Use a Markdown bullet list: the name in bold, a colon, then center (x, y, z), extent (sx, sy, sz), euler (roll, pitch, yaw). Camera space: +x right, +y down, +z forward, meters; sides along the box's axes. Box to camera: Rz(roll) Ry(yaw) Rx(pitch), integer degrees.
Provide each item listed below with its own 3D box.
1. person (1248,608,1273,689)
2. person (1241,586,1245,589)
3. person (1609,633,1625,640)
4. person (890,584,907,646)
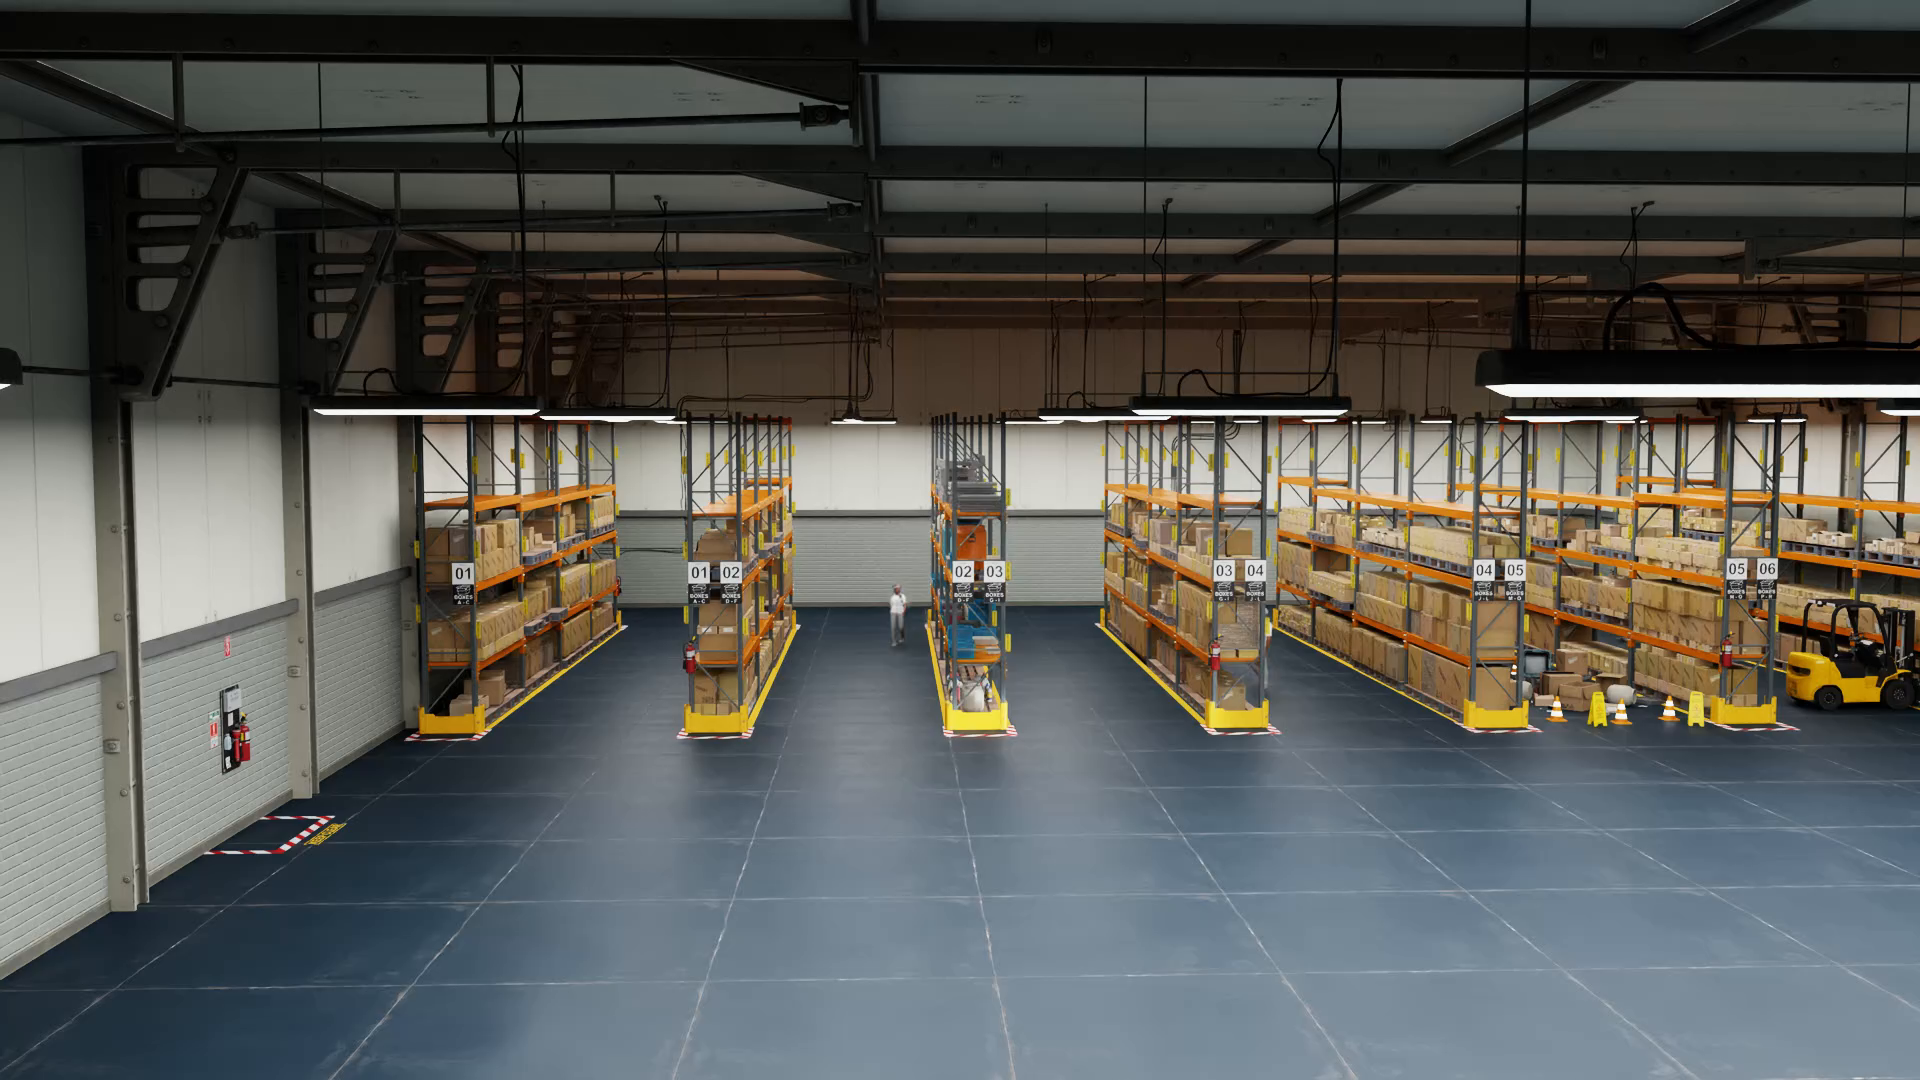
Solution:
- **person**: center (6.601, 2.351, 36.449), extent (0.462, 1.768, 0.659), euler (-2, 4, -29)
- **person**: center (7.744, 1.777, 44.971), extent (0.576, 1.776, 0.569), euler (-1, 4, -13)
- **person**: center (17.617, 1.861, 44.598), extent (0.565, 1.688, 0.739), euler (-2, 4, -24)
- **person**: center (-1.634, 1.967, 43.770), extent (0.470, 1.603, 0.742), euler (0, 4, 4)
